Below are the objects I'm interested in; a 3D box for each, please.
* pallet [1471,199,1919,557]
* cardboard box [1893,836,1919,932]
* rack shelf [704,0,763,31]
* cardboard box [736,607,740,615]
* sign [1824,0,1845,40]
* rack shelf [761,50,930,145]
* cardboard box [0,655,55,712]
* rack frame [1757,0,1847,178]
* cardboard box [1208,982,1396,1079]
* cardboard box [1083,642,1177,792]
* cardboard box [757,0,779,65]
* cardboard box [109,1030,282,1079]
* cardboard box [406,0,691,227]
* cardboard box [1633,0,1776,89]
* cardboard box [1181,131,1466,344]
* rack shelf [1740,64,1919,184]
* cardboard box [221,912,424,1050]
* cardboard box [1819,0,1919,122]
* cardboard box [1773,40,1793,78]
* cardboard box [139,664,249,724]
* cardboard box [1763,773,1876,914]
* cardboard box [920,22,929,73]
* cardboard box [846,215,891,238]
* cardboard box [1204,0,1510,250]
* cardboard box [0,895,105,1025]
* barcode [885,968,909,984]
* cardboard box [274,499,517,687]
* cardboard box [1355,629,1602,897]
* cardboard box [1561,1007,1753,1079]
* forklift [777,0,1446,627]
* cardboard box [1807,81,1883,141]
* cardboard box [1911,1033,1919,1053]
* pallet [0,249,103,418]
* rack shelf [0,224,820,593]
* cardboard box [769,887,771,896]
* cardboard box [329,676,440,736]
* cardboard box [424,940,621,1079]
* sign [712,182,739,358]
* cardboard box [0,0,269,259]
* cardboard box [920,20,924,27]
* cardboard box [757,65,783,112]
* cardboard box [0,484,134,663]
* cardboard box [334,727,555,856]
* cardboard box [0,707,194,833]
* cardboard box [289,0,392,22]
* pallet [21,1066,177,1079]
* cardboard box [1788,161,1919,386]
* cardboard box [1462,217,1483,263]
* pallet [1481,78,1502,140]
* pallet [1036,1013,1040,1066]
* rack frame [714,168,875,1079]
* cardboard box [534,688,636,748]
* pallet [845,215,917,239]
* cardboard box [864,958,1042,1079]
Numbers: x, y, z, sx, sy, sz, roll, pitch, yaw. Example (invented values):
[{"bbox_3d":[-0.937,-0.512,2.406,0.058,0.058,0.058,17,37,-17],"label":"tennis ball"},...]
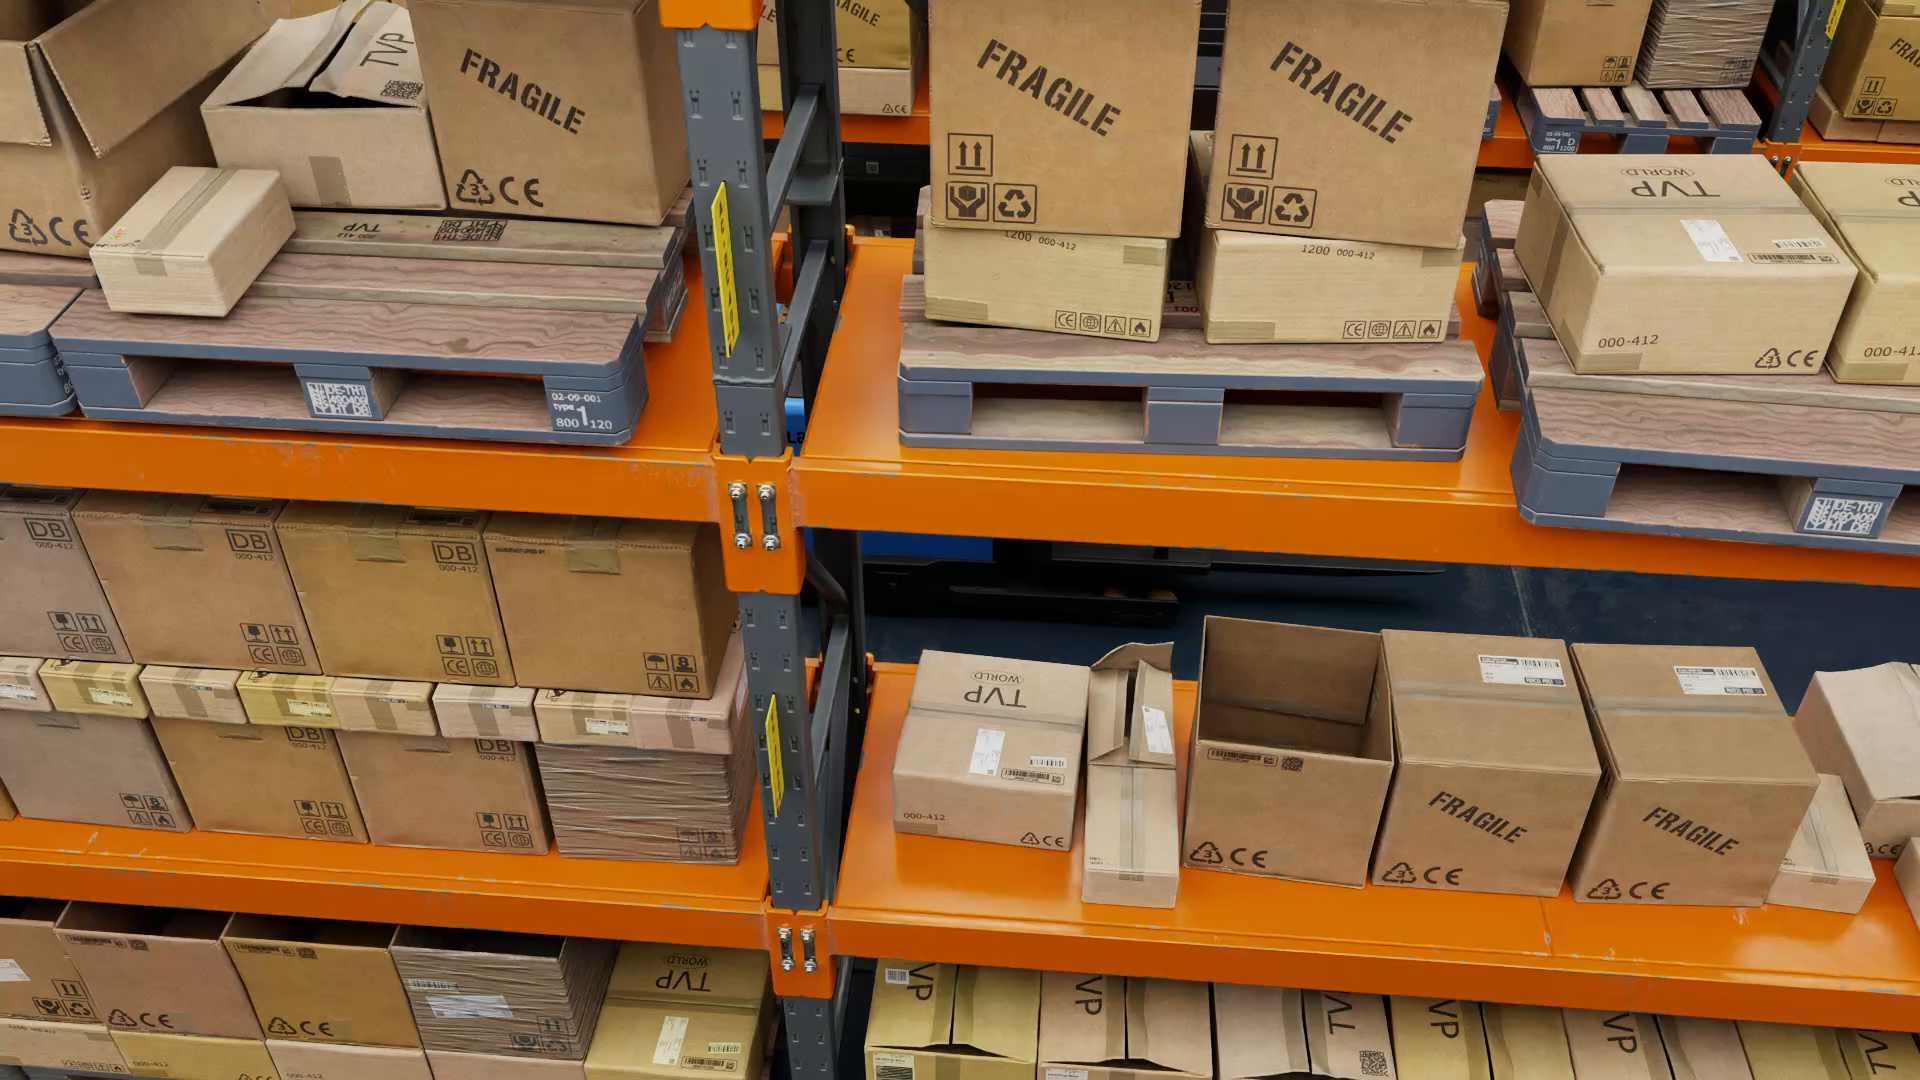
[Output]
[{"bbox_3d":[1.790,-0.375,3.608,1.213,0.211,1.003,5,39,6],"label":"pallet"},{"bbox_3d":[2.668,0.977,4.372,0.250,0.149,0.380,3,39,4],"label":"cardboard box"},{"bbox_3d":[1.596,-1.246,3.040,4.000,0.370,1.077,3,39,4],"label":"rack shelf"},{"bbox_3d":[-0.648,0.110,4.645,0.250,0.149,0.380,3,39,4],"label":"cardboard box"},{"bbox_3d":[3.974,-2.437,7.514,0.005,0.325,0.100,3,39,4],"label":"sign"},{"bbox_3d":[-1.966,-2.408,8.903,4.000,0.370,1.077,3,39,4],"label":"rack shelf"},{"bbox_3d":[-2.478,0.270,4.449,0.250,0.149,0.380,3,39,4],"label":"cardboard box"},{"bbox_3d":[4.012,-2.361,8.274,0.127,3.000,1.000,3,39,4],"label":"rack frame"},{"bbox_3d":[1.007,1.460,4.981,0.500,0.311,0.500,2,39,2],"label":"cardboard box"},{"bbox_3d":[0.495,0.522,4.839,0.258,0.266,0.396,2,39,3],"label":"cardboard box"},{"bbox_3d":[-0.969,-2.674,8.168,0.500,0.500,0.500,3,39,4],"label":"cardboard box"},{"bbox_3d":[-2.373,1.475,5.408,0.500,0.250,0.500,3,39,4],"label":"cardboard box"},{"bbox_3d":[-0.876,-1.075,3.796,0.500,0.500,0.500,6,40,8],"label":"cardboard box"},{"bbox_3d":[3.543,-2.589,8.127,0.500,0.500,0.700,-1,39,-1],"label":"cardboard box"},{"bbox_3d":[0.764,-0.663,3.598,0.500,0.250,0.500,0,39,-1],"label":"cardboard box"},{"bbox_3d":[6.004,-1.973,8.367,4.000,0.370,1.077,3,39,4],"label":"rack shelf"},{"bbox_3d":[-1.873,1.203,5.148,0.500,0.500,0.500,3,39,4],"label":"cardboard box"},{"bbox_3d":[4.474,-2.335,7.912,0.500,0.500,0.500,4,39,5],"label":"cardboard box"},{"bbox_3d":[4.358,-2.414,8.523,0.250,0.149,0.380,4,39,5],"label":"cardboard box"},{"bbox_3d":[-1.951,0.297,4.416,0.250,0.149,0.380,4,39,5],"label":"cardboard box"},{"bbox_3d":[2.313,0.818,4.567,0.250,0.149,0.380,6,40,7],"label":"cardboard box"},{"bbox_3d":[-0.423,-2.689,8.780,0.500,0.250,0.500,4,39,4],"label":"cardboard box"},{"bbox_3d":[-0.509,-1.661,9.310,0.250,0.166,0.380,-2,39,-2],"label":"cardboard box"},{"bbox_3d":[0.784,-0.947,3.353,0.500,0.500,0.500,7,40,8],"label":"cardboard box"},{"bbox_3d":[-2.869,1.146,5.217,0.500,0.500,0.500,3,39,4],"label":"cardboard box"},{"bbox_3d":[-0.179,1.239,4.722,0.075,0.075,0.001,3,39,4],"label":"barcode"},{"bbox_3d":[-1.343,-0.052,4.330,0.500,0.500,0.700,3,39,4],"label":"cardboard box"},{"bbox_3d":[1.391,0.607,4.550,0.500,0.500,0.500,3,39,4],"label":"cardboard box"},{"bbox_3d":[2.024,1.514,4.915,0.500,0.311,0.500,3,39,4],"label":"cardboard box"},{"bbox_3d":[0.628,-1.108,6.789,3.031,2.935,1.130,3,39,3],"label":"forklift"},{"bbox_3d":[4.320,-2.107,8.146,0.250,0.149,0.380,3,39,3],"label":"cardboard box"},{"bbox_3d":[3.045,1.567,4.849,0.500,0.311,0.500,4,39,5],"label":"cardboard box"},{"bbox_3d":[-2.461,-0.690,3.916,1.213,0.211,1.003,3,39,4],"label":"pallet"},{"bbox_3d":[-2.389,-0.456,4.128,4.000,0.370,1.077,3,39,4],"label":"rack shelf"},{"bbox_3d":[-0.832,0.928,5.485,0.500,0.500,0.500,3,39,4],"label":"cardboard box"},{"bbox_3d":[-1.455,0.326,4.381,0.250,0.149,0.380,3,39,4],"label":"cardboard box"},{"bbox_3d":[-1.375,1.520,5.353,0.500,0.250,0.500,3,39,4],"label":"cardboard box"},{"bbox_3d":[-0.443,-0.508,3.150,0.005,0.325,0.100,3,39,4],"label":"sign"},{"bbox_3d":[-2.027,-1.052,3.765,0.637,0.503,0.797,7,40,9],"label":"cardboard box"},{"bbox_3d":[-0.423,-2.976,8.539,0.500,0.500,0.500,2,39,3],"label":"cardboard box"},{"bbox_3d":[-0.967,-2.396,8.420,0.500,0.250,0.500,3,39,4],"label":"cardboard box"},{"bbox_3d":[-2.339,-0.107,4.398,0.500,0.500,0.700,3,39,4],"label":"cardboard box"},{"bbox_3d":[-1.366,0.454,4.737,0.500,0.500,0.700,3,39,3],"label":"cardboard box"},{"bbox_3d":[-2.375,0.397,4.807,0.500,0.500,0.700,4,39,5],"label":"cardboard box"},{"bbox_3d":[-3.017,-2.789,8.309,0.500,0.500,0.500,3,39,4],"label":"cardboard box"},{"bbox_3d":[-2.404,1.484,5.759,1.213,0.211,1.003,3,39,4],"label":"pallet"},{"bbox_3d":[2.039,-0.558,3.469,0.500,0.250,0.500,2,39,3],"label":"cardboard box"},{"bbox_3d":[2.787,-1.669,9.056,0.500,0.500,0.700,3,39,4],"label":"cardboard box"},{"bbox_3d":[2.036,-2.368,8.435,1.213,0.211,1.003,3,39,4],"label":"pallet"},{"bbox_3d":[0.341,1.634,5.575,1.213,0.211,1.003,3,39,4],"label":"pallet"},{"bbox_3d":[-0.397,0.537,4.714,0.127,3.000,1.000,3,39,4],"label":"rack frame"},{"bbox_3d":[-0.932,0.352,4.348,0.250,0.149,0.380,2,39,3],"label":"cardboard box"},{"bbox_3d":[-0.645,-1.511,9.440,1.213,0.211,1.003,3,39,4],"label":"pallet"},{"bbox_3d":[-0.007,1.402,5.052,0.500,0.311,0.500,3,39,4],"label":"cardboard box"}]
